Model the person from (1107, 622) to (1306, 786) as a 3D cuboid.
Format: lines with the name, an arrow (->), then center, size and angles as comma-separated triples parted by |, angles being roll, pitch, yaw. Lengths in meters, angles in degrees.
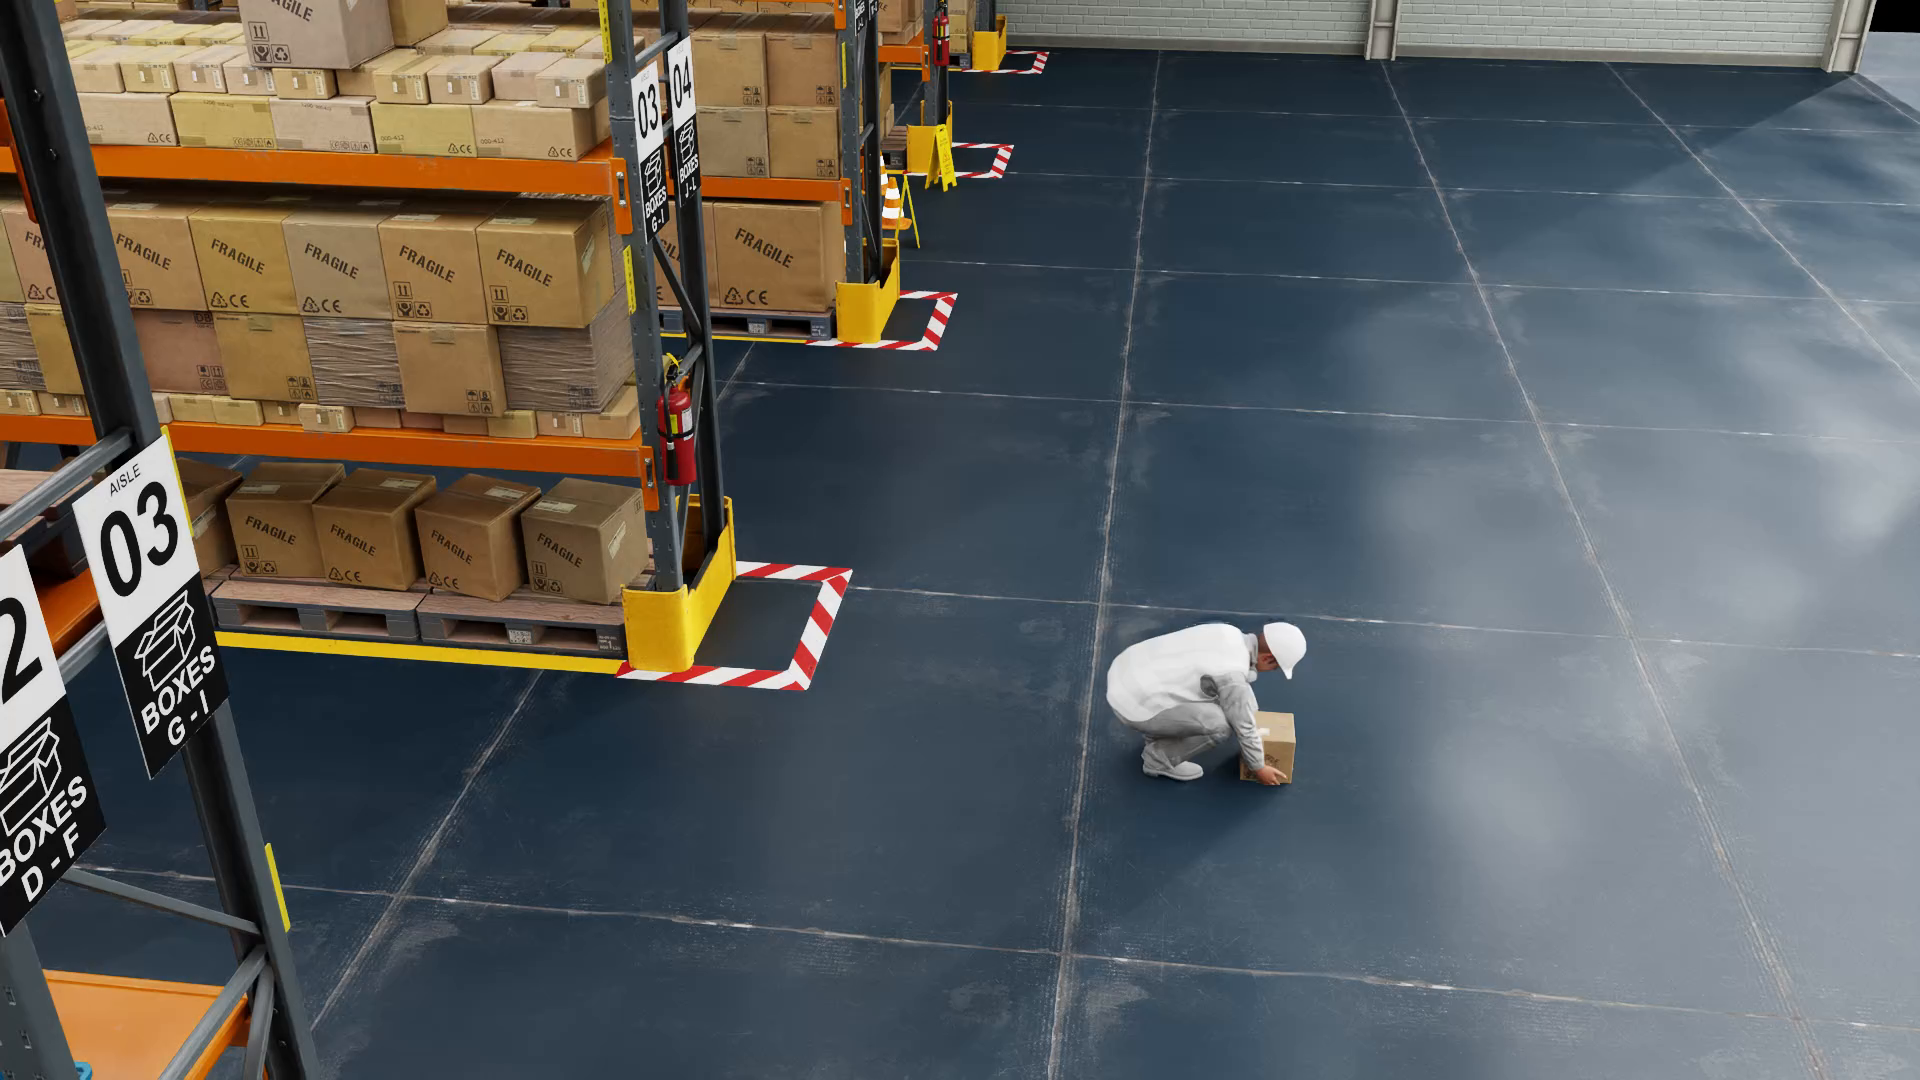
person -> 1.200, 0.787, 8.220 | 0.948, 0.851, 0.508 | 3, 28, 6
